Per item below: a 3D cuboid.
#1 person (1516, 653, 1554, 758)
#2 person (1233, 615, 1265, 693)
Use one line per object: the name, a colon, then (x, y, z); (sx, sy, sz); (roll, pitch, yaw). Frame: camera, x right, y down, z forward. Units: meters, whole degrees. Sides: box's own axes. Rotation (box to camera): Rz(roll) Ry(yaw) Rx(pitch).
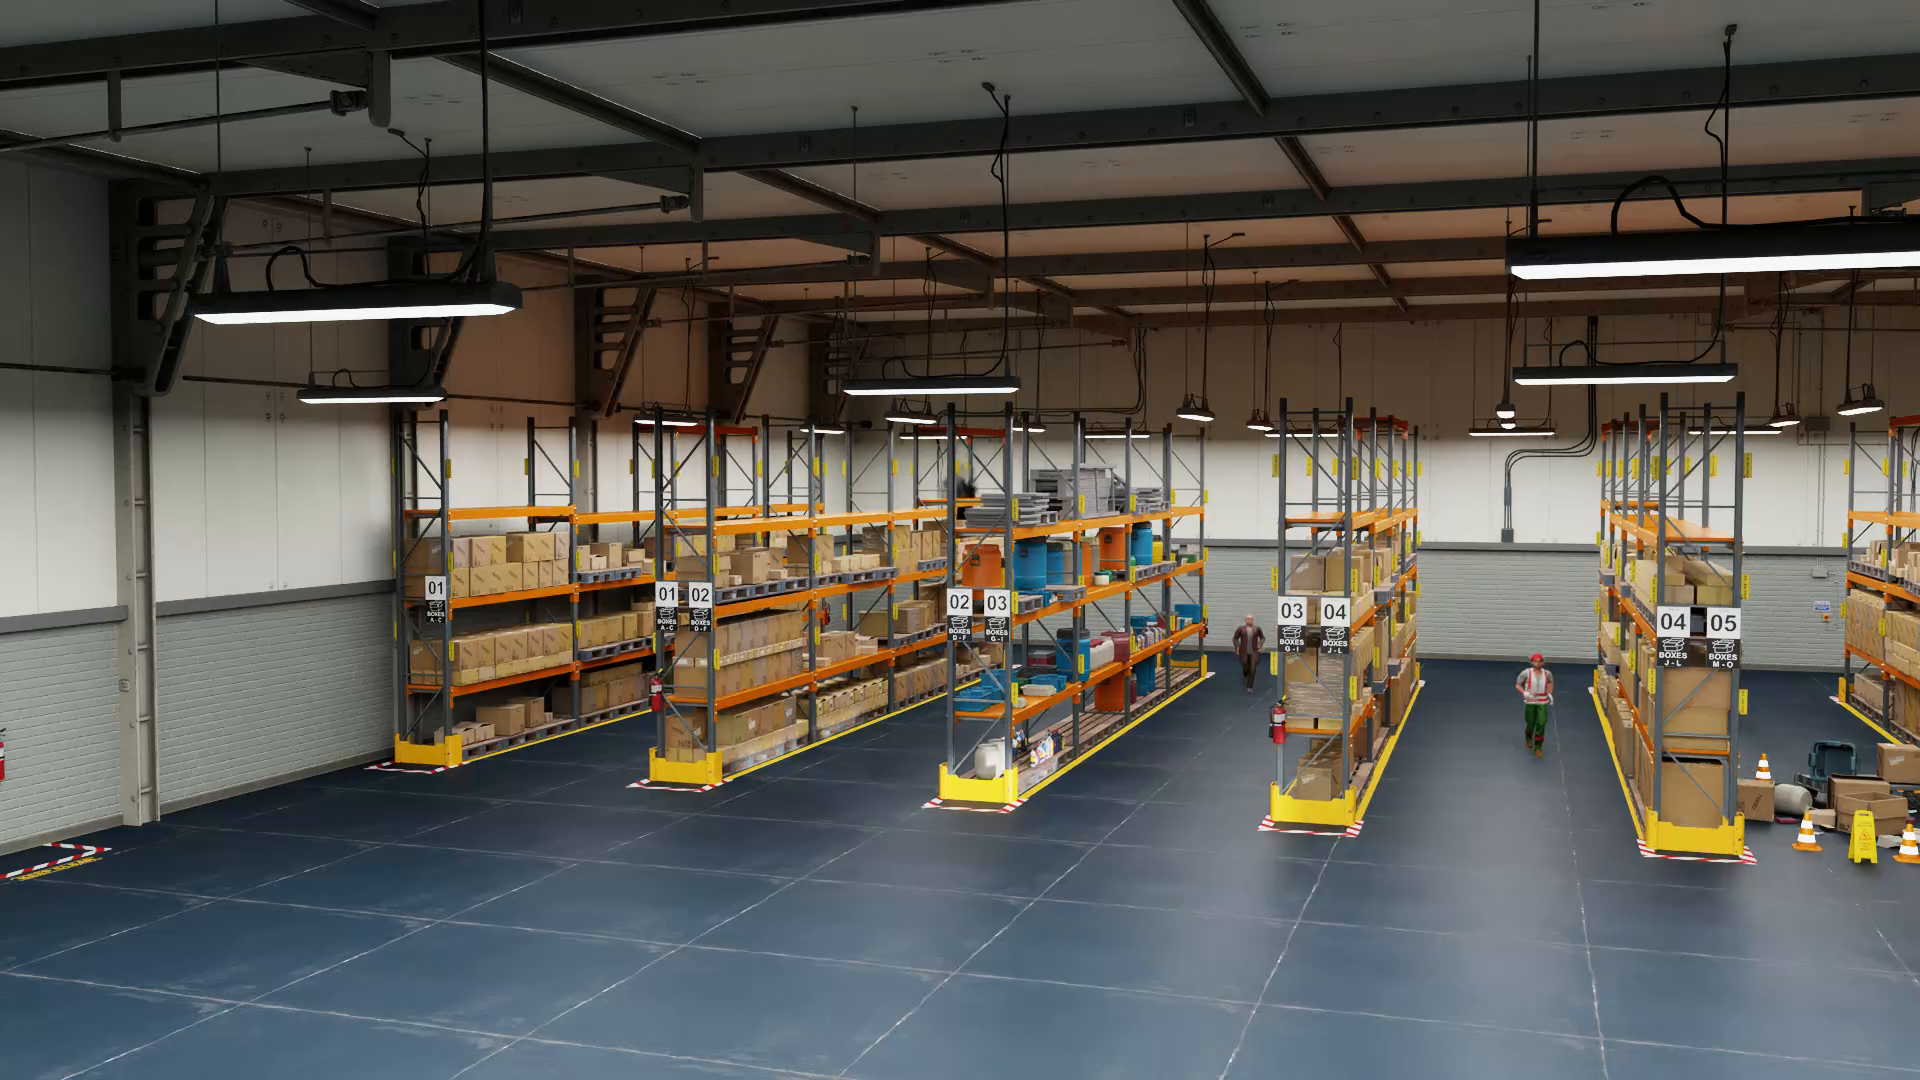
person: (10.055, 2.866, 29.076); (0.656, 1.783, 0.903); (0, 2, 11)
person: (6.505, 2.585, 37.404); (0.722, 1.666, 0.684); (0, 2, 5)
